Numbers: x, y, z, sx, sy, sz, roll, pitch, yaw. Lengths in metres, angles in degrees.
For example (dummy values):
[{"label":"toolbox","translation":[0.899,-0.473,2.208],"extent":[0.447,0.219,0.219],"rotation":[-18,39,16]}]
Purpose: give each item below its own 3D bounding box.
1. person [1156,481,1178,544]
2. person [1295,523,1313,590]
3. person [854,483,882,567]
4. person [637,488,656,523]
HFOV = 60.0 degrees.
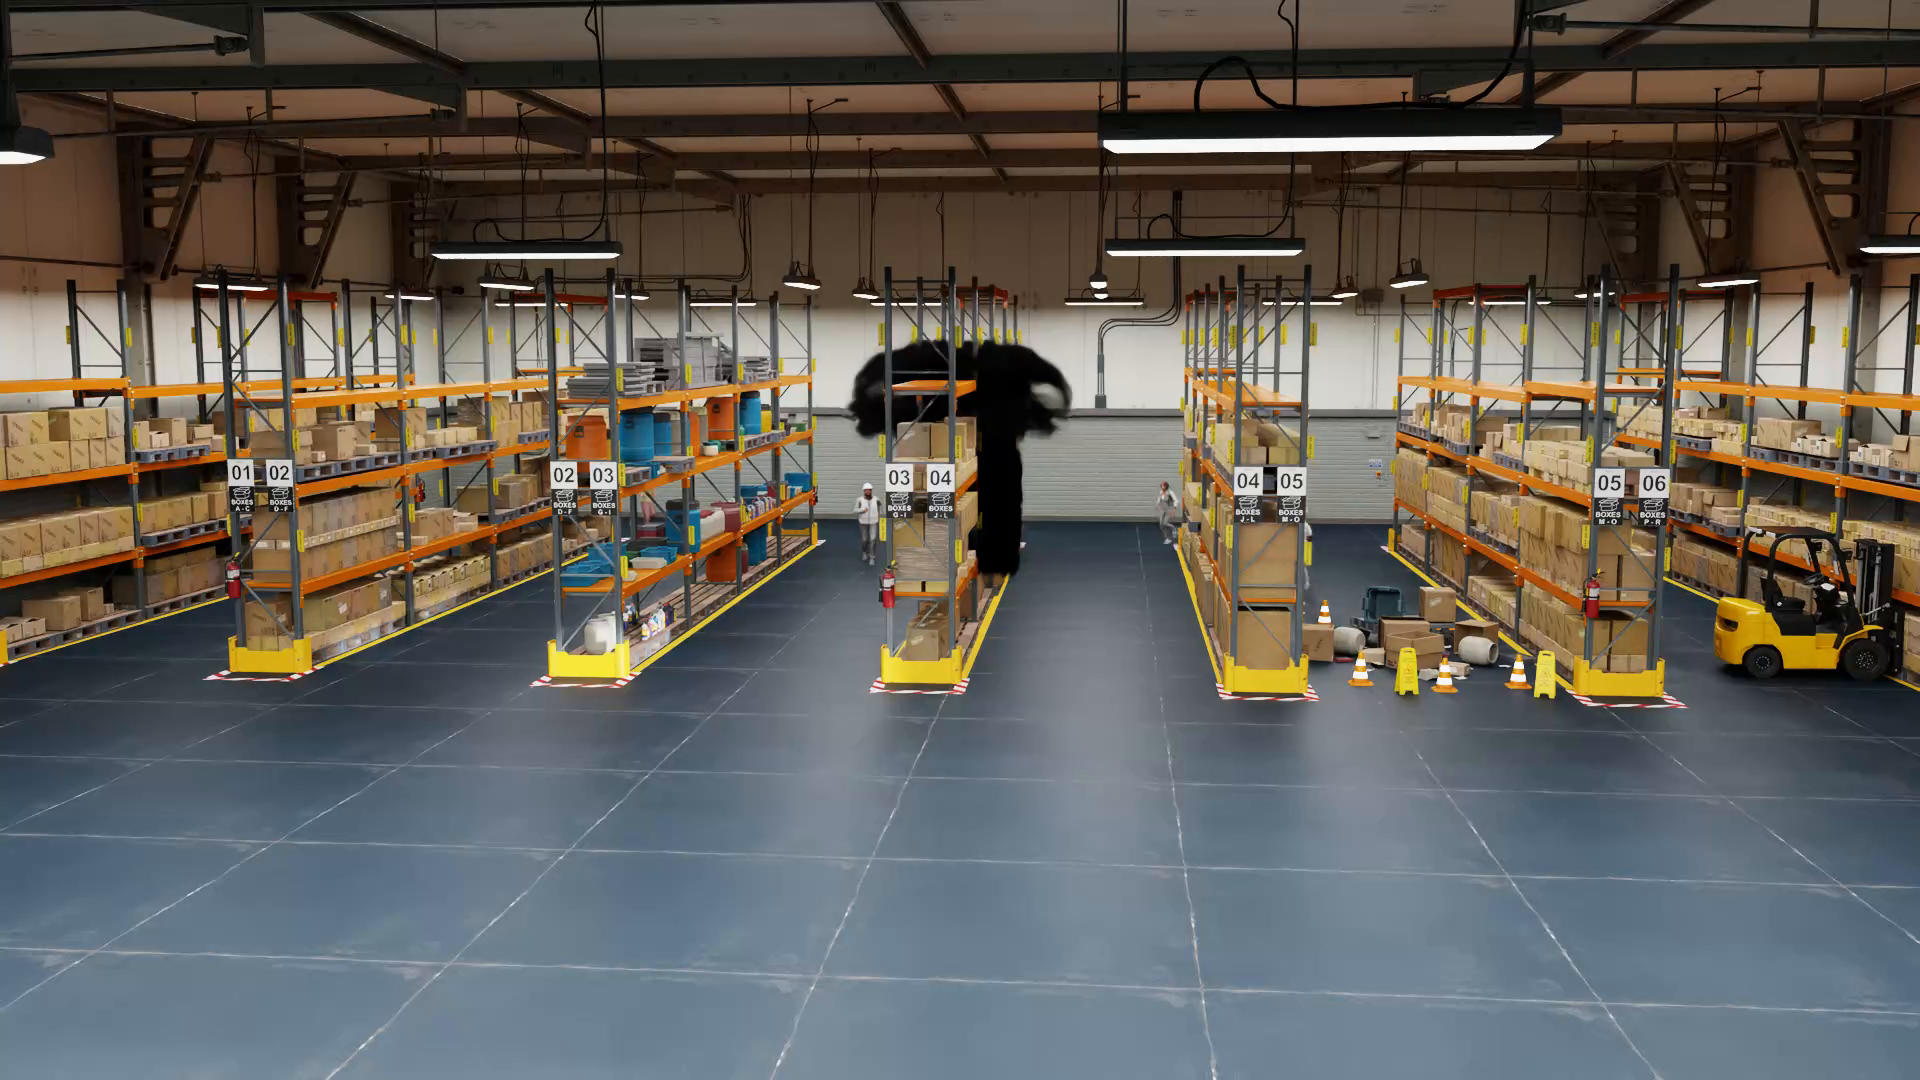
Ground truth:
[{"label":"person","translation":[5.034,-0.675,40.600],"extent":[0.556,1.538,0.552],"rotation":[-7,10,-43]},{"label":"person","translation":[6.652,0.172,32.755],"extent":[0.571,1.561,0.763],"rotation":[-1,7,-6]},{"label":"person","translation":[-2.036,-0.367,36.820],"extent":[0.636,1.804,0.907],"rotation":[-1,7,-6]},{"label":"person","translation":[-8.018,-0.978,42.607],"extent":[0.566,1.640,0.563],"rotation":[-4,8,-32]}]
